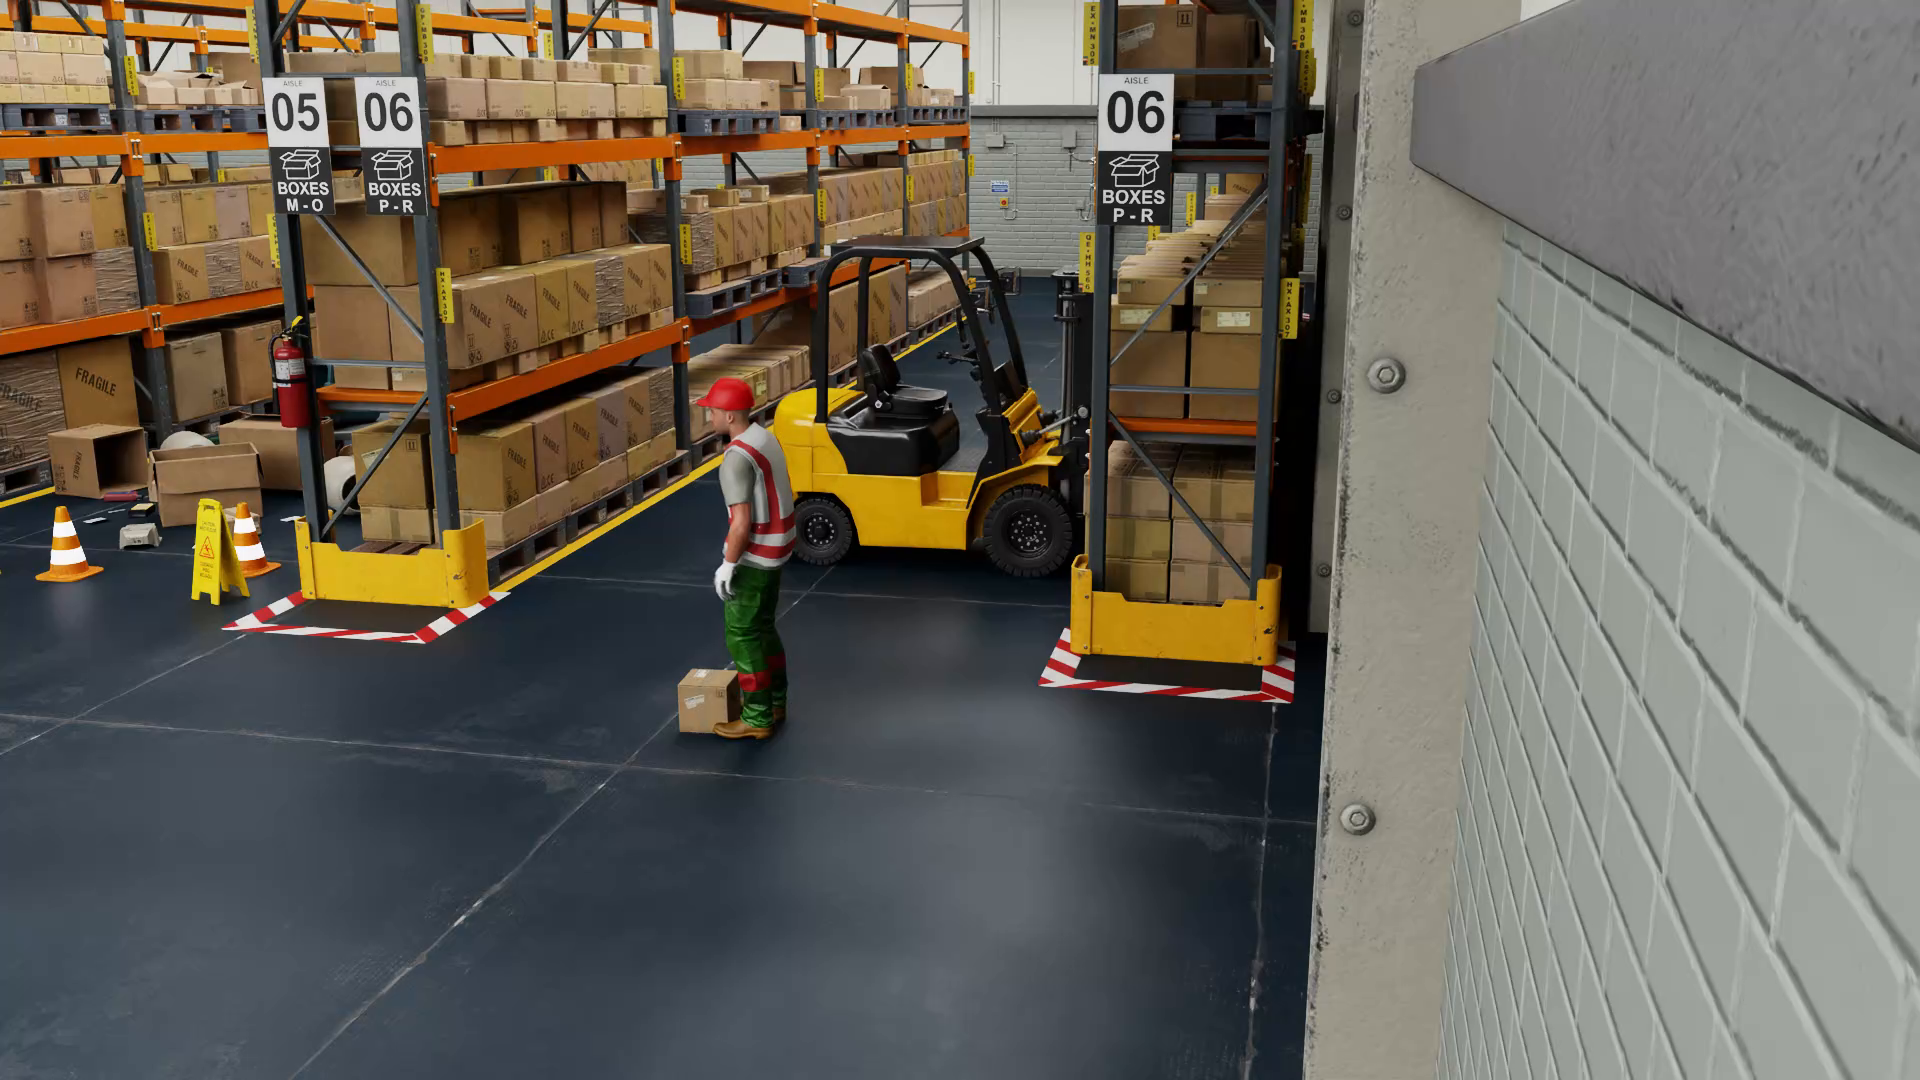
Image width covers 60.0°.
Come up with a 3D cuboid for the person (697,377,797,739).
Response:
[{"bbox_3d":[-1.036,0.084,8.154,0.449,1.779,0.609,3,15,12],"label":"person"}]
